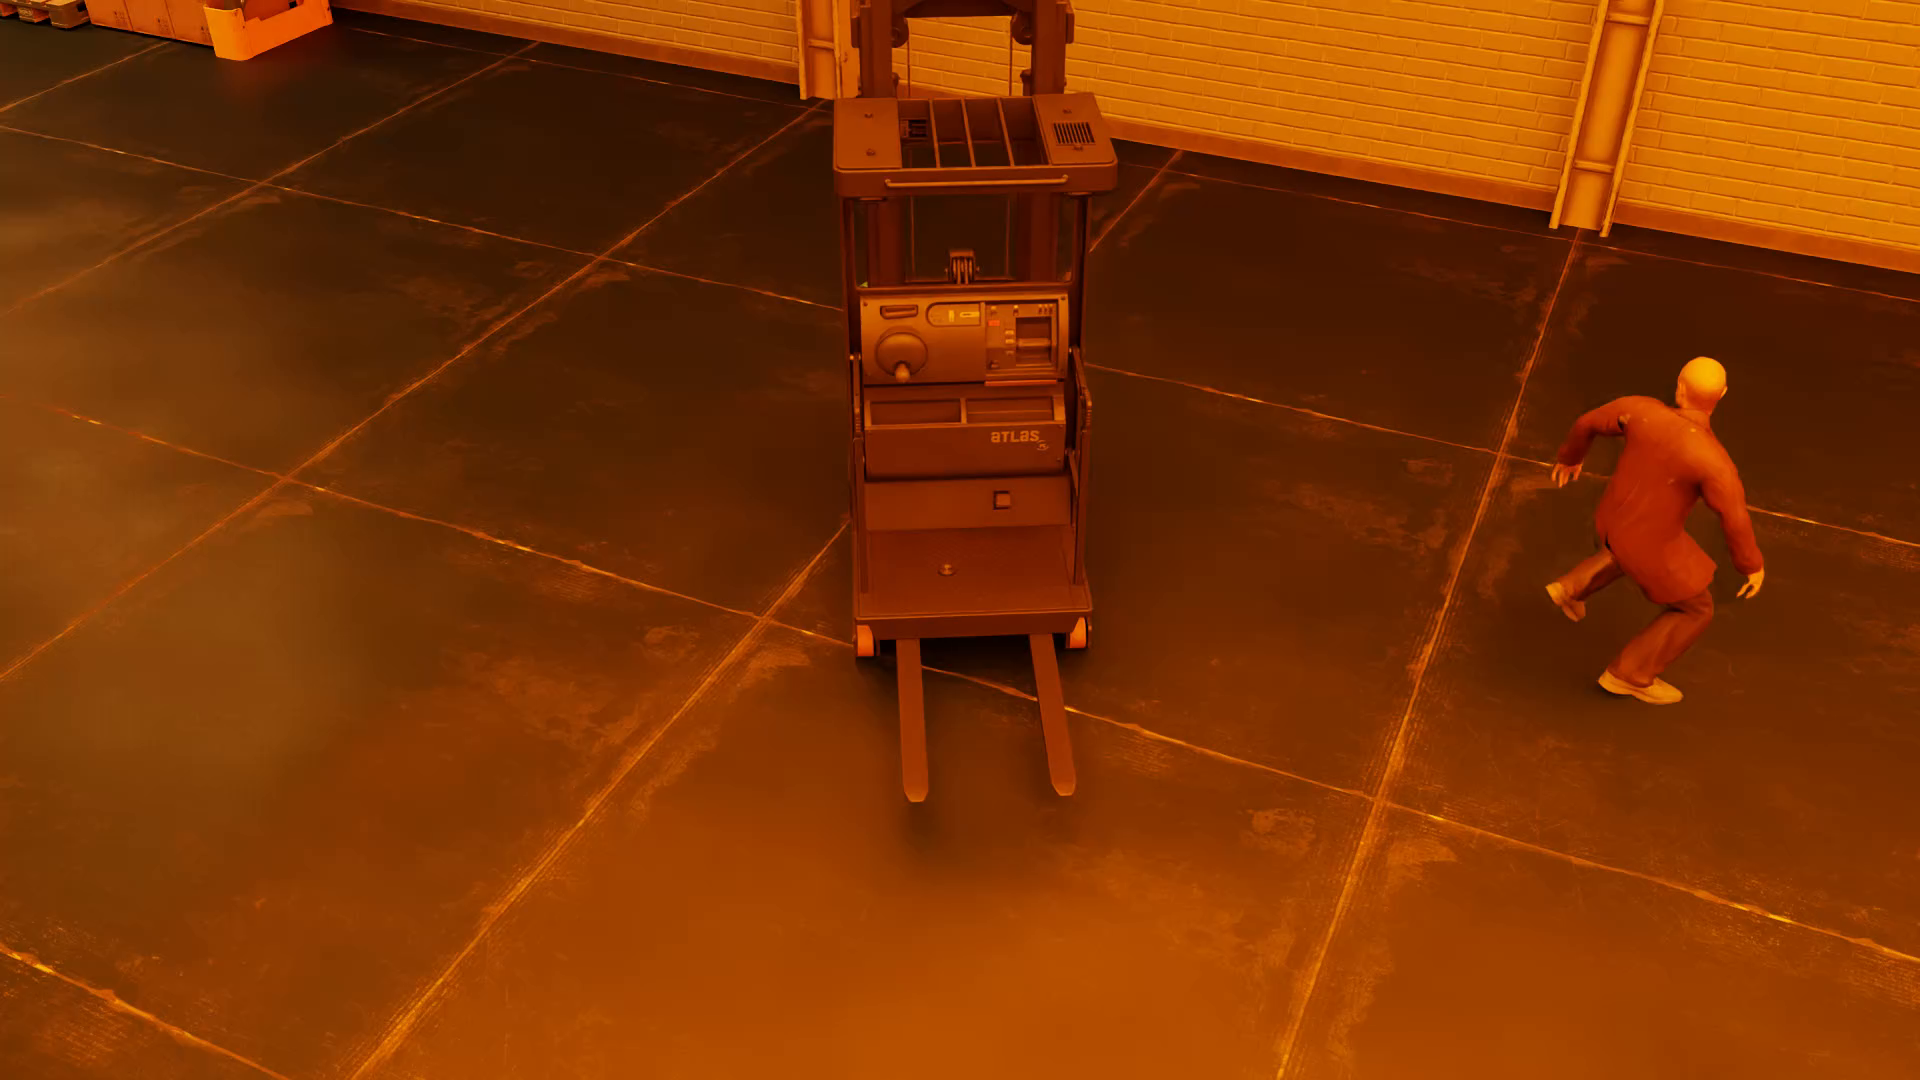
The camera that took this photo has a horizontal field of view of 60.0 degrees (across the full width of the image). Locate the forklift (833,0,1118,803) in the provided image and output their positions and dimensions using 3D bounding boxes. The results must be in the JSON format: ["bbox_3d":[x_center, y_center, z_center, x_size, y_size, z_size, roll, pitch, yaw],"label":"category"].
[{"bbox_3d":[0.037,-0.839,7.263,1.130,2.935,3.031,-2,36,-3],"label":"forklift"}]

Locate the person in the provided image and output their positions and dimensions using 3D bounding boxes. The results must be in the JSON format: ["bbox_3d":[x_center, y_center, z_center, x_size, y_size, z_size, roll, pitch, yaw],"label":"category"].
[{"bbox_3d":[3.040,-0.061,7.323,0.581,1.640,0.922,-9,36,-12],"label":"person"}]
